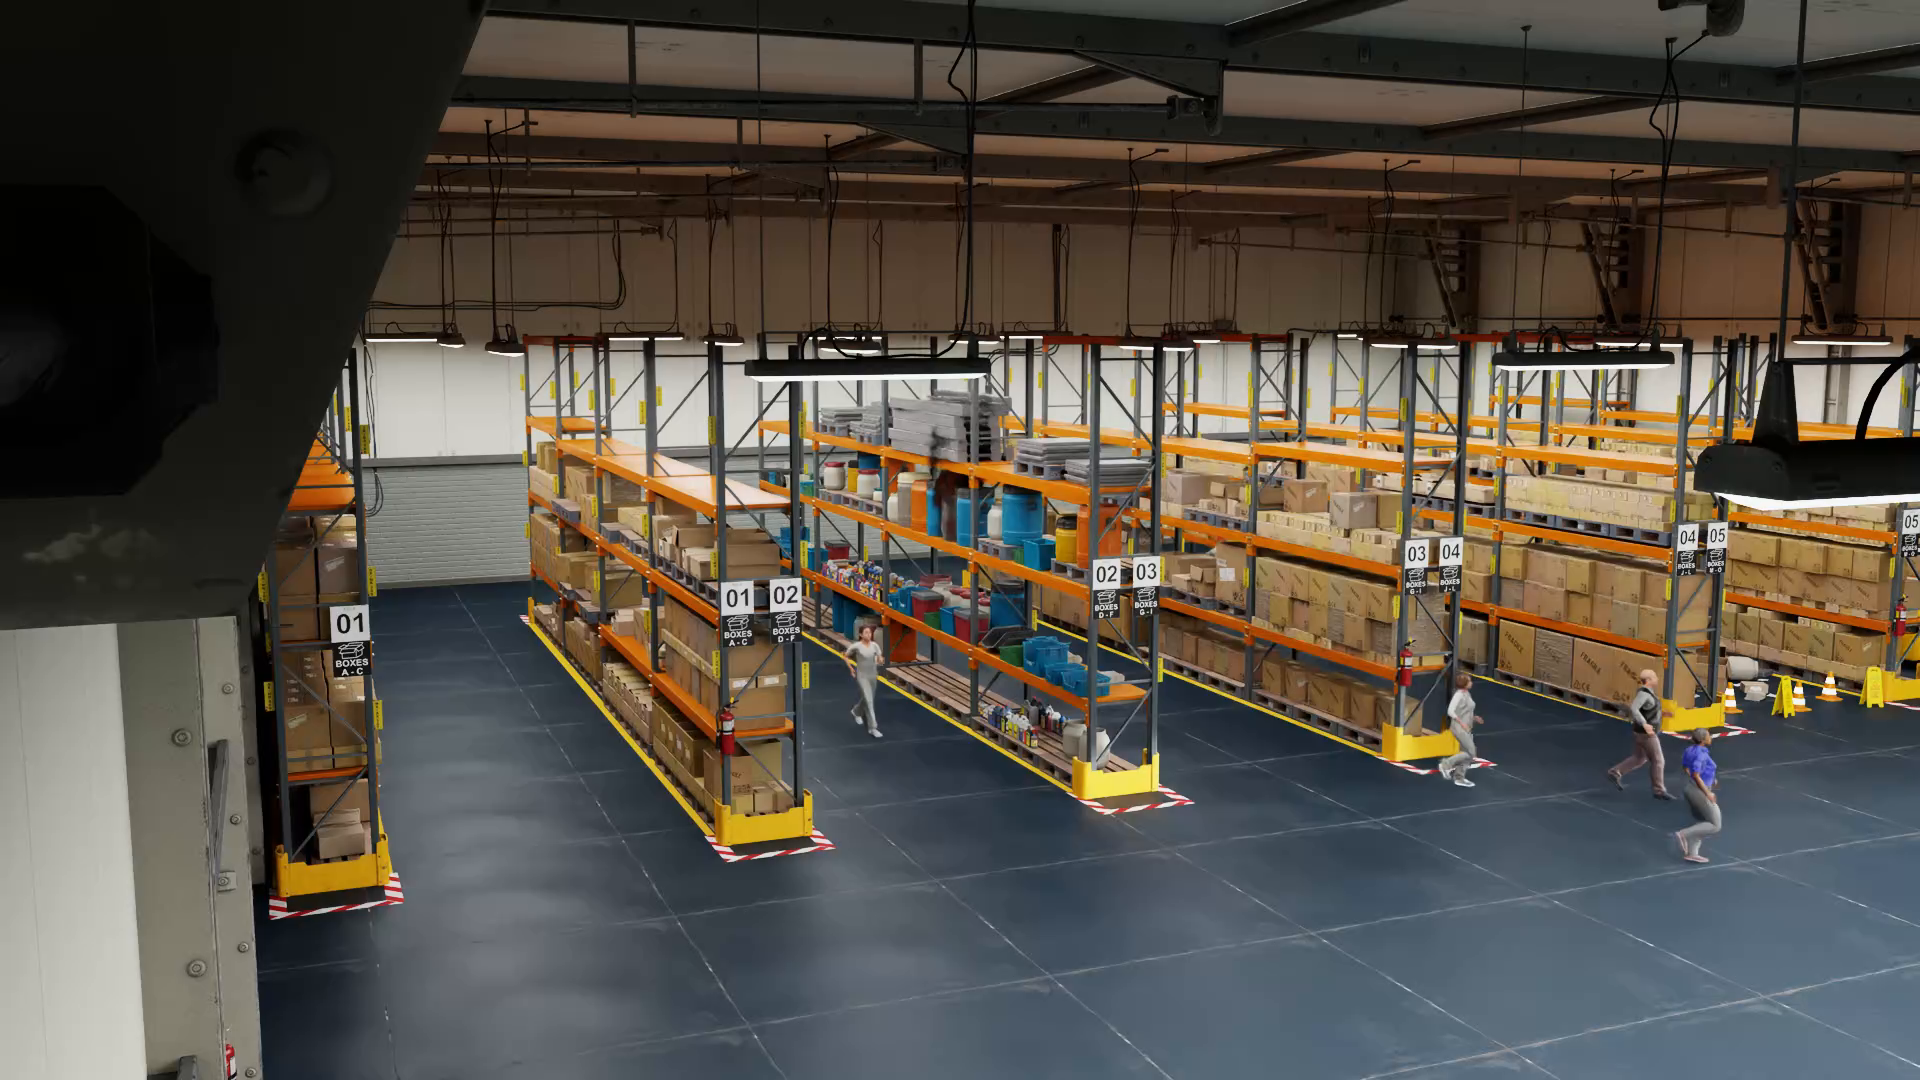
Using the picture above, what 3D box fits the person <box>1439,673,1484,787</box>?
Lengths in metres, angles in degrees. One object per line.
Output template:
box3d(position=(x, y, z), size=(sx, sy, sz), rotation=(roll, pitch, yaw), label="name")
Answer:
box3d(position=(6.815, 2.573, 22.550), size=(0.508, 1.555, 0.562), rotation=(4, 9, 28), label="person")

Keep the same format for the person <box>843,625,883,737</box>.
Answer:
box3d(position=(-1.438, 2.109, 25.401), size=(0.564, 1.655, 0.969), rotation=(-5, 9, -36), label="person")

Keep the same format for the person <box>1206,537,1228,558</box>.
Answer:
box3d(position=(5.548, 0.750, 35.214), size=(0.678, 1.770, 0.975), rotation=(-2, 8, -18), label="person")

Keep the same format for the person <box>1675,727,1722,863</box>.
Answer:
box3d(position=(8.620, 2.977, 19.396), size=(0.560, 1.615, 0.575), rotation=(0, 8, 2), label="person")

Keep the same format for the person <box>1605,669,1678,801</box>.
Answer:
box3d(position=(9.033, 2.554, 21.943), size=(0.897, 1.718, 0.664), rotation=(3, 8, 18), label="person")
